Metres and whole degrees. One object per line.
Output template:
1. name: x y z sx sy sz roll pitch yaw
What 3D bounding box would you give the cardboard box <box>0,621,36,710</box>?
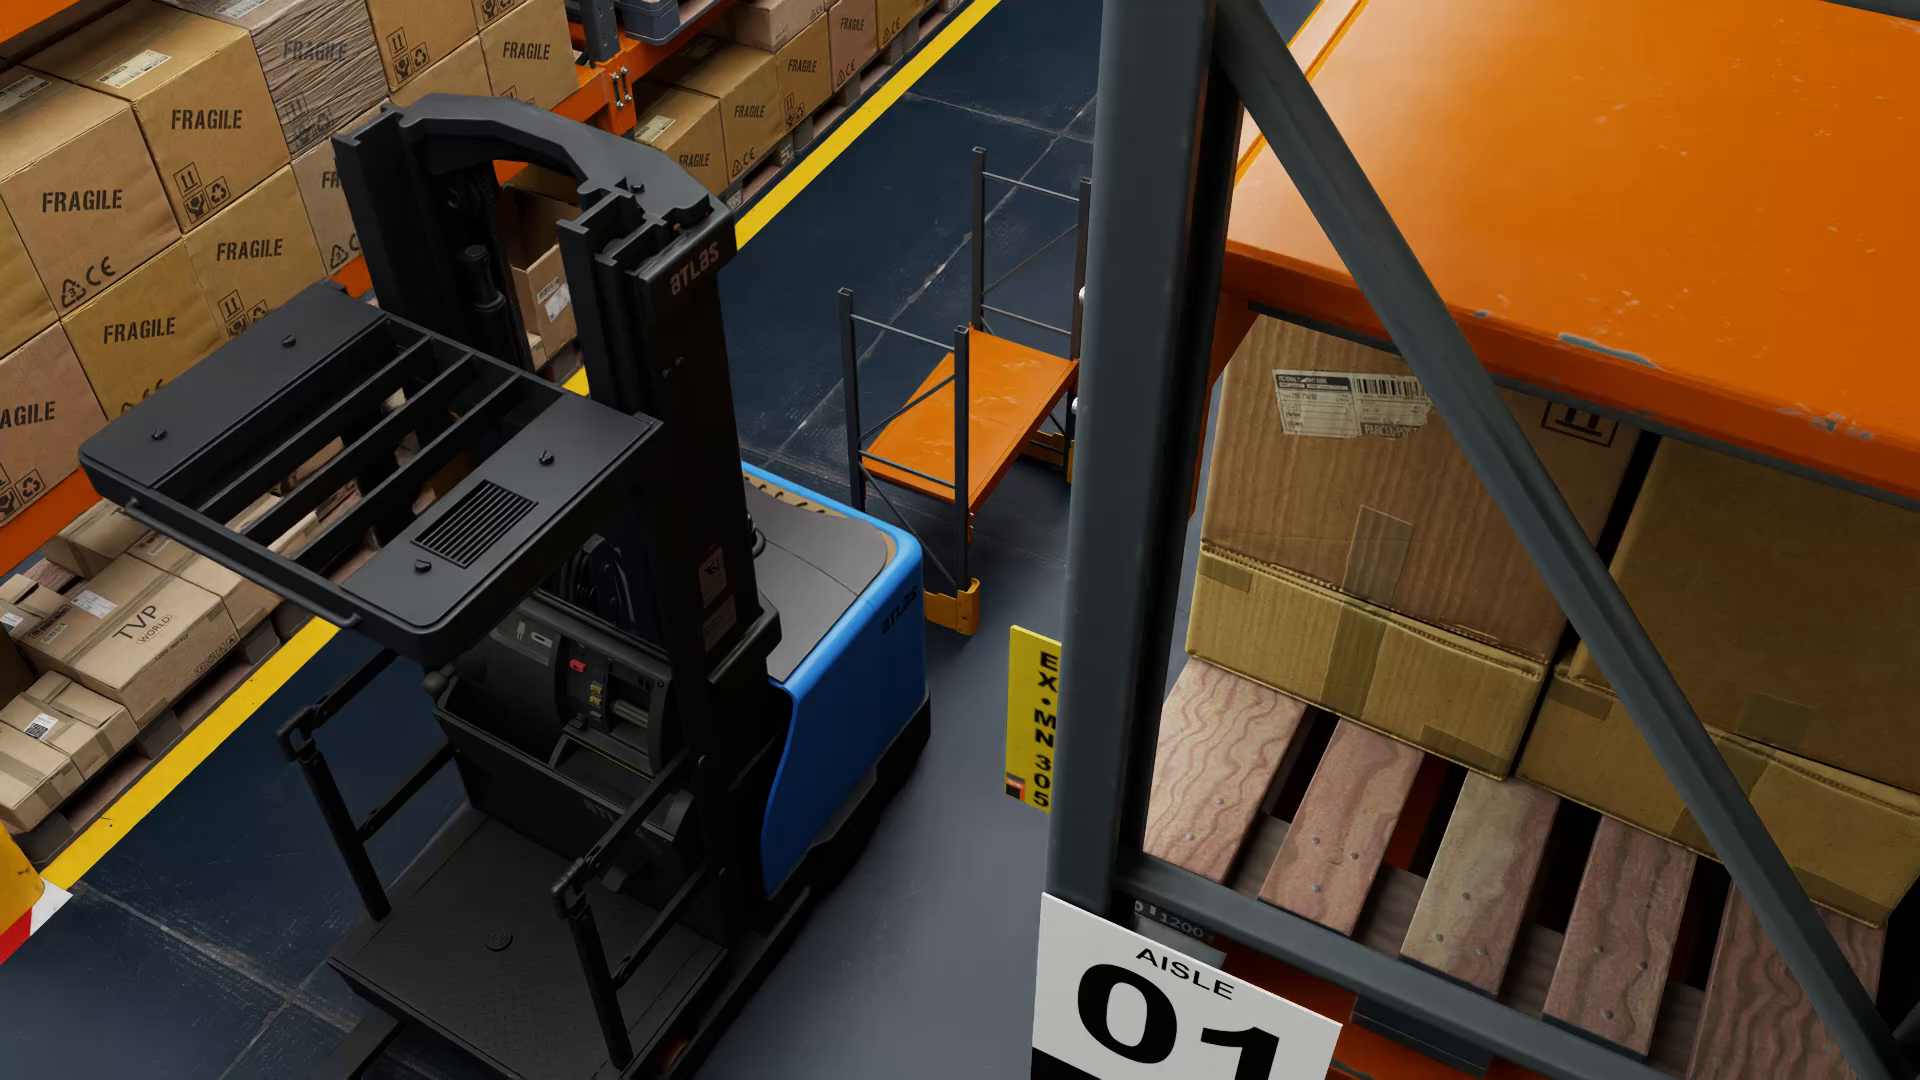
1. cardboard box: -3.778 0.422 5.952 0.500 0.500 0.500 20 49 19

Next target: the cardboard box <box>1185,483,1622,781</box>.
1. cardboard box: 0.682 0.022 2.530 0.500 0.250 0.500 22 49 20

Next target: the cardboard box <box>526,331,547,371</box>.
1. cardboard box: -2.089 -0.842 7.448 0.380 0.149 0.250 20 49 19

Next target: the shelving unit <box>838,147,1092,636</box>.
1. shelving unit: 0.035 -0.575 6.544 0.587 1.500 1.083 20 49 19

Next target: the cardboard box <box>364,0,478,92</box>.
1. cardboard box: -2.196 -2.057 6.180 0.500 0.500 0.500 20 49 18

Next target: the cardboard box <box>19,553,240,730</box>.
1. cardboard box: -3.076 0.370 6.179 0.500 0.250 0.500 20 49 19

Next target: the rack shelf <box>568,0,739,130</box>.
1. rack shelf: -1.027 -3.405 8.792 1.077 0.370 4.000 20 49 19

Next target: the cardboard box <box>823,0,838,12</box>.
1. cardboard box: -0.818 -3.108 8.913 0.500 0.250 0.500 20 49 18

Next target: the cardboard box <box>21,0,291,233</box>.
1. cardboard box: -2.665 -1.423 5.554 0.500 0.500 0.500 20 49 19

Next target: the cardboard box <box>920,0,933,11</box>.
1. cardboard box: -0.324 -3.527 9.855 0.500 0.500 0.500 22 49 21

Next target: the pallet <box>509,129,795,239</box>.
1. pallet: -1.611 -1.943 8.801 1.003 0.211 1.213 20 49 19

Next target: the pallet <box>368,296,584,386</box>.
1. pallet: -2.275 -0.985 7.855 1.003 0.211 1.213 20 49 19

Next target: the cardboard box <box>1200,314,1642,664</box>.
1. cardboard box: 0.676 -0.244 2.266 0.500 0.500 0.500 20 49 19

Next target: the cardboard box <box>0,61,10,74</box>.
1. cardboard box: -3.378 -1.283 5.415 0.500 0.500 0.500 22 49 20

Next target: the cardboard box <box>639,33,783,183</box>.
1. cardboard box: -1.277 -2.238 8.581 0.500 0.500 0.500 21 49 20

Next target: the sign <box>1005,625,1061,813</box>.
1. sign: 0.103 0.229 2.018 0.100 0.325 0.005 20 49 19

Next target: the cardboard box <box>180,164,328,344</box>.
1. cardboard box: -2.668 -1.062 5.900 0.500 0.500 0.500 21 49 20

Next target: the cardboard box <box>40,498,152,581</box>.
1. cardboard box: -3.310 -0.079 6.622 0.500 0.250 0.500 20 49 19

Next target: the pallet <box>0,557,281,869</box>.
1. pallet: -3.407 0.552 6.336 1.003 0.211 1.213 20 49 19

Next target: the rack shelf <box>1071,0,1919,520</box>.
1. rack shelf: 1.506 -1.220 2.696 1.077 0.370 4.000 20 49 19

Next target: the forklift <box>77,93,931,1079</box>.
1. forklift: -1.297 0.442 4.532 1.130 2.935 3.031 23 50 21

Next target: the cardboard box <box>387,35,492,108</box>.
1. cardboard box: -2.198 -1.708 6.539 0.500 0.500 0.500 22 49 20

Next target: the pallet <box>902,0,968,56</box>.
1. pallet: -0.478 -3.480 10.321 1.003 0.211 1.213 20 49 19

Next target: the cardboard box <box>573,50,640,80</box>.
1. cardboard box: -1.743 -2.388 8.729 0.500 0.500 0.500 21 49 19

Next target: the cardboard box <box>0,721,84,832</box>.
1. cardboard box: -3.313 0.819 5.806 0.380 0.149 0.250 20 49 19

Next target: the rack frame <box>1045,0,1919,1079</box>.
1. rack frame: 0.578 -0.354 1.053 1.000 3.000 0.127 20 49 19

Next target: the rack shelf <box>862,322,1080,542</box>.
1. rack shelf: 0.040 -0.455 6.678 0.538 0.185 1.000 20 49 19

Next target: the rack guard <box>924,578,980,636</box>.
1. rack guard: -0.196 0.178 6.678 0.587 0.250 0.087 20 49 19

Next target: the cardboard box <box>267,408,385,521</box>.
1. cardboard box: -2.823 -0.490 6.851 0.797 0.503 0.637 20 49 19

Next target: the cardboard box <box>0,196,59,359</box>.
1. cardboard box: -3.136 -0.789 4.927 0.500 0.500 0.500 21 49 19

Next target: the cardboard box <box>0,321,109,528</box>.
1. cardboard box: -3.137 -0.432 5.278 0.500 0.500 0.500 20 49 19

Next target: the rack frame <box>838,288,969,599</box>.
1. rack frame: -0.196 -0.261 6.233 0.500 1.500 0.032 20 49 19

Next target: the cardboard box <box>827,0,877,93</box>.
1. cardboard box: -0.803 -2.869 9.204 0.500 0.500 0.500 19 48 18
